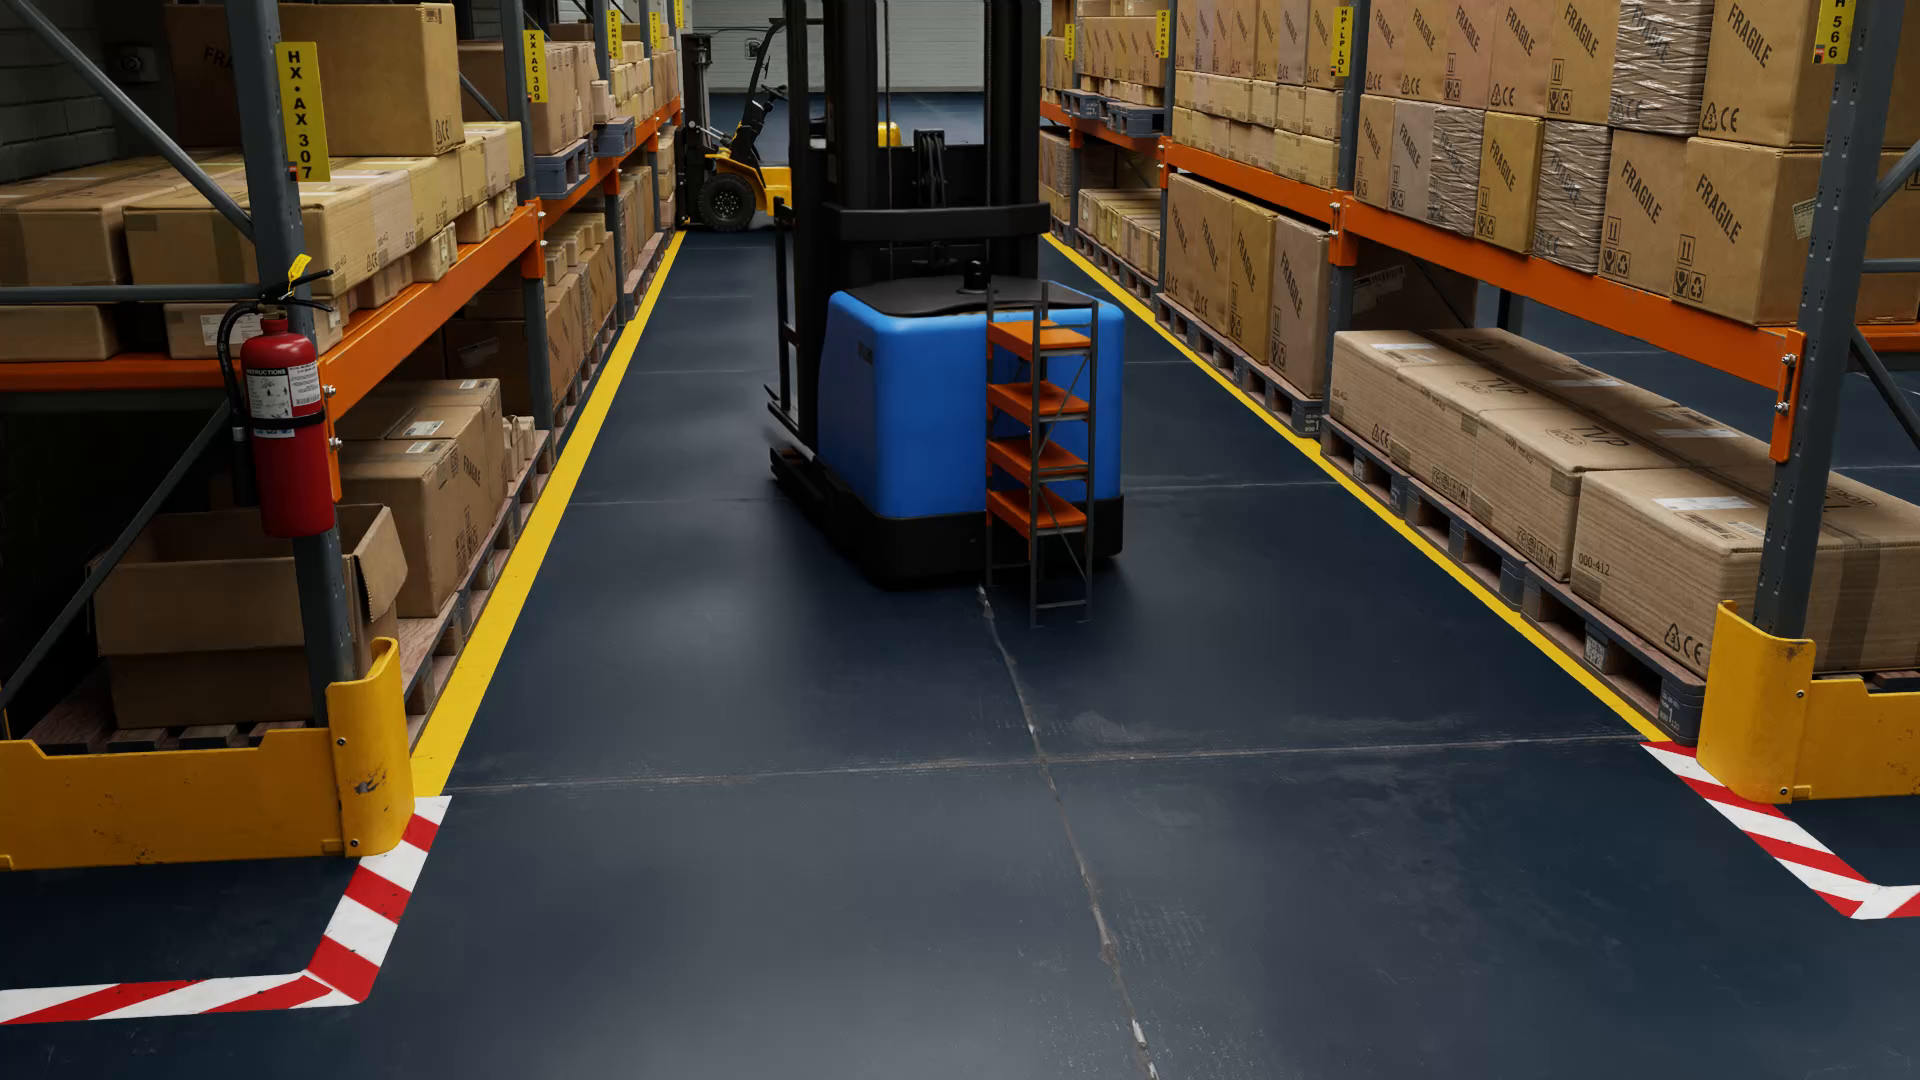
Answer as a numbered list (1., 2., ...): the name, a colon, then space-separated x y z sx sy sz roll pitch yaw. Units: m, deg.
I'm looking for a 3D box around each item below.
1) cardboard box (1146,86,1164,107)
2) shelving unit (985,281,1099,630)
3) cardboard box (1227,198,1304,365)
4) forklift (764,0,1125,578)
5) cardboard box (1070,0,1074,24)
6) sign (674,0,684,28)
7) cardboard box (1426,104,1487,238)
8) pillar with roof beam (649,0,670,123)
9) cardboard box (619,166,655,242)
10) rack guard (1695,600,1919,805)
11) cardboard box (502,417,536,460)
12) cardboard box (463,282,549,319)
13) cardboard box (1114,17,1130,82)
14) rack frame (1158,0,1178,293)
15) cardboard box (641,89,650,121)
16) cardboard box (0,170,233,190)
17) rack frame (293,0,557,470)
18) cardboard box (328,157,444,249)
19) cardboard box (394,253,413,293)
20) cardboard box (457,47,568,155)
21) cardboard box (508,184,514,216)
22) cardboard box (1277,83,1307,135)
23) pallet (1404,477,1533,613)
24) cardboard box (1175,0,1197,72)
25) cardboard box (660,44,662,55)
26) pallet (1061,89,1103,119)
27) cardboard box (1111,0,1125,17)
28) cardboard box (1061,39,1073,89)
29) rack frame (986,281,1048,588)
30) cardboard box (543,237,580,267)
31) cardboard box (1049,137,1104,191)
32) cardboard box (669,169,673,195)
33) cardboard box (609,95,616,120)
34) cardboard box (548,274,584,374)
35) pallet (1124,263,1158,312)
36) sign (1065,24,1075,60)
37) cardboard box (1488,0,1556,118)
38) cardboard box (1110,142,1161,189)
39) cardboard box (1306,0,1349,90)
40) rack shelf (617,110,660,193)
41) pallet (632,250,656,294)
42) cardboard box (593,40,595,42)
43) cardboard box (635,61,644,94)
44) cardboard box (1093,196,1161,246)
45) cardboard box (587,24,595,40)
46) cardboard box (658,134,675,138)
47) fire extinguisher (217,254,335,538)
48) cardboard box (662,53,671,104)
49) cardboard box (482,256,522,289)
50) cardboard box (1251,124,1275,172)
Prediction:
1. cardboard box: 1.627 -3.380 12.654 0.380 0.149 0.250 -2 17 -5
2. shelving unit: 0.294 -0.325 6.209 0.258 1.200 0.503 -6 18 -17
3. cardboard box: 2.163 -1.578 10.040 0.875 0.875 0.875 -1 17 -4
4. forklift: -0.282 -1.654 7.551 1.130 2.935 3.031 -6 18 -17
5. cardboard box: 1.552 -5.583 17.621 0.700 0.500 0.500 -2 18 -6
6. sign: -3.226 -6.039 19.075 0.100 0.325 0.005 -2 18 -6
7. cardboard box: 2.288 -1.541 6.911 0.500 0.500 0.500 -2 18 -5
8. pillar with roof beam: -2.166 -13.483 35.101 9.100 9.000 0.400 -2 18 -6
9. cardboard box: -3.290 -3.081 15.247 0.875 0.625 0.625 -1 17 -3
10. rack guard: 2.822 0.452 4.903 1.175 0.500 0.348 -2 18 -6
11. cardboard box: -2.180 -0.469 7.720 0.380 0.149 0.250 -2 18 -7
12. cardboard box: -2.302 -1.218 8.437 0.380 0.149 0.250 -1 17 -3
13. cardboard box: 1.554 -3.952 13.394 0.500 0.500 0.500 -3 18 -9
14. rack frame: 1.995 -3.131 12.144 1.000 3.000 0.127 -2 18 -6
15. cardboard box: -2.985 -3.806 14.541 0.500 0.250 0.500 -2 18 -6
16. cardboard box: -2.480 -0.946 4.938 0.500 0.250 0.500 -2 18 -5
17. rack frame: -2.529 -1.785 7.856 1.000 3.000 0.127 -2 18 -6
18. cardboard box: -2.004 -1.109 5.454 0.500 0.250 0.500 -2 18 -7
19. cardboard box: -2.010 -0.888 5.417 0.380 0.149 0.250 -2 17 -5
20. cardboard box: -2.357 -2.184 8.259 0.700 0.500 0.500 -1 17 -4
21. cardboard box: -2.197 -1.501 7.371 0.380 0.149 0.250 -1 17 -4
22. cardboard box: 2.061 -2.379 9.163 0.500 0.250 0.500 -1 17 -4
23. pallet: 2.537 -0.016 6.876 1.003 0.211 1.213 -2 18 -6
24. cardboard box: 1.802 -3.502 11.487 0.500 0.500 0.500 -2 18 -7
25. cardboard box: -3.186 -4.937 16.645 0.380 0.149 0.250 -2 18 -6
26. pallet: 1.516 -3.999 15.229 1.003 0.211 1.213 -2 18 -6
27. cardboard box: 1.493 -4.551 14.218 0.380 0.149 0.250 -1 17 -3
28. cardboard box: 1.289 -4.638 16.277 0.500 0.500 0.500 -2 18 -7
29. rack frame: 0.217 -0.394 6.430 0.240 1.200 0.015 -6 18 -17
30. cardboard box: -2.530 -1.759 10.161 0.380 0.149 0.250 -3 18 -8
31. cardboard box: 1.200 -3.889 17.194 0.500 0.500 0.500 -1 17 -5
32. cardboard box: -3.151 -3.599 16.689 0.500 0.250 0.500 -2 18 -6
33. cardboard box: -2.493 -2.874 11.041 0.380 0.149 0.250 -1 17 -5
34. cardboard box: -2.467 -1.251 9.627 0.500 0.500 0.500 -2 18 -7
35. pallet: 1.916 -2.034 13.303 1.003 0.211 1.213 -2 18 -6
36. sign: 1.043 -4.717 15.749 0.100 0.325 0.005 -2 18 -6
37. cardboard box: 2.352 -1.861 6.261 0.500 0.500 0.500 -2 18 -6
38. cardboard box: 1.790 -3.754 16.763 0.500 0.500 0.500 -1 17 -3
39. cardboard box: 2.112 -2.590 8.582 0.500 0.500 0.500 -1 17 -4
40. rack shelf: -3.148 -3.230 13.658 1.077 0.370 4.000 -2 18 -6
41. pallet: -3.111 -2.256 14.010 1.003 0.211 1.213 -2 18 -6
42. cardboard box: -3.723 -4.766 16.101 0.380 0.149 0.250 -1 17 -4
43. cardboard box: -2.943 -3.892 13.981 0.500 0.250 0.500 -1 17 -5
44. cardboard box: 1.716 -2.900 15.091 0.950 0.372 0.625 -1 17 -2
45. cardboard box: -3.673 -4.830 15.807 0.380 0.149 0.250 -2 18 -7
46. cardboard box: -3.244 -4.145 17.593 0.500 0.250 0.500 -2 18 -7
47. fire extinguisher: -1.642 -0.349 4.033 0.296 0.674 0.183 -2 18 -6
48. cardboard box: -3.295 -4.813 17.332 0.500 0.500 0.500 -2 18 -5
49. cardboard box: -2.362 -1.358 8.386 0.380 0.149 0.250 -2 18 -7
50. cardboard box: 2.026 -2.297 9.735 0.500 0.250 0.500 -2 18 -7
